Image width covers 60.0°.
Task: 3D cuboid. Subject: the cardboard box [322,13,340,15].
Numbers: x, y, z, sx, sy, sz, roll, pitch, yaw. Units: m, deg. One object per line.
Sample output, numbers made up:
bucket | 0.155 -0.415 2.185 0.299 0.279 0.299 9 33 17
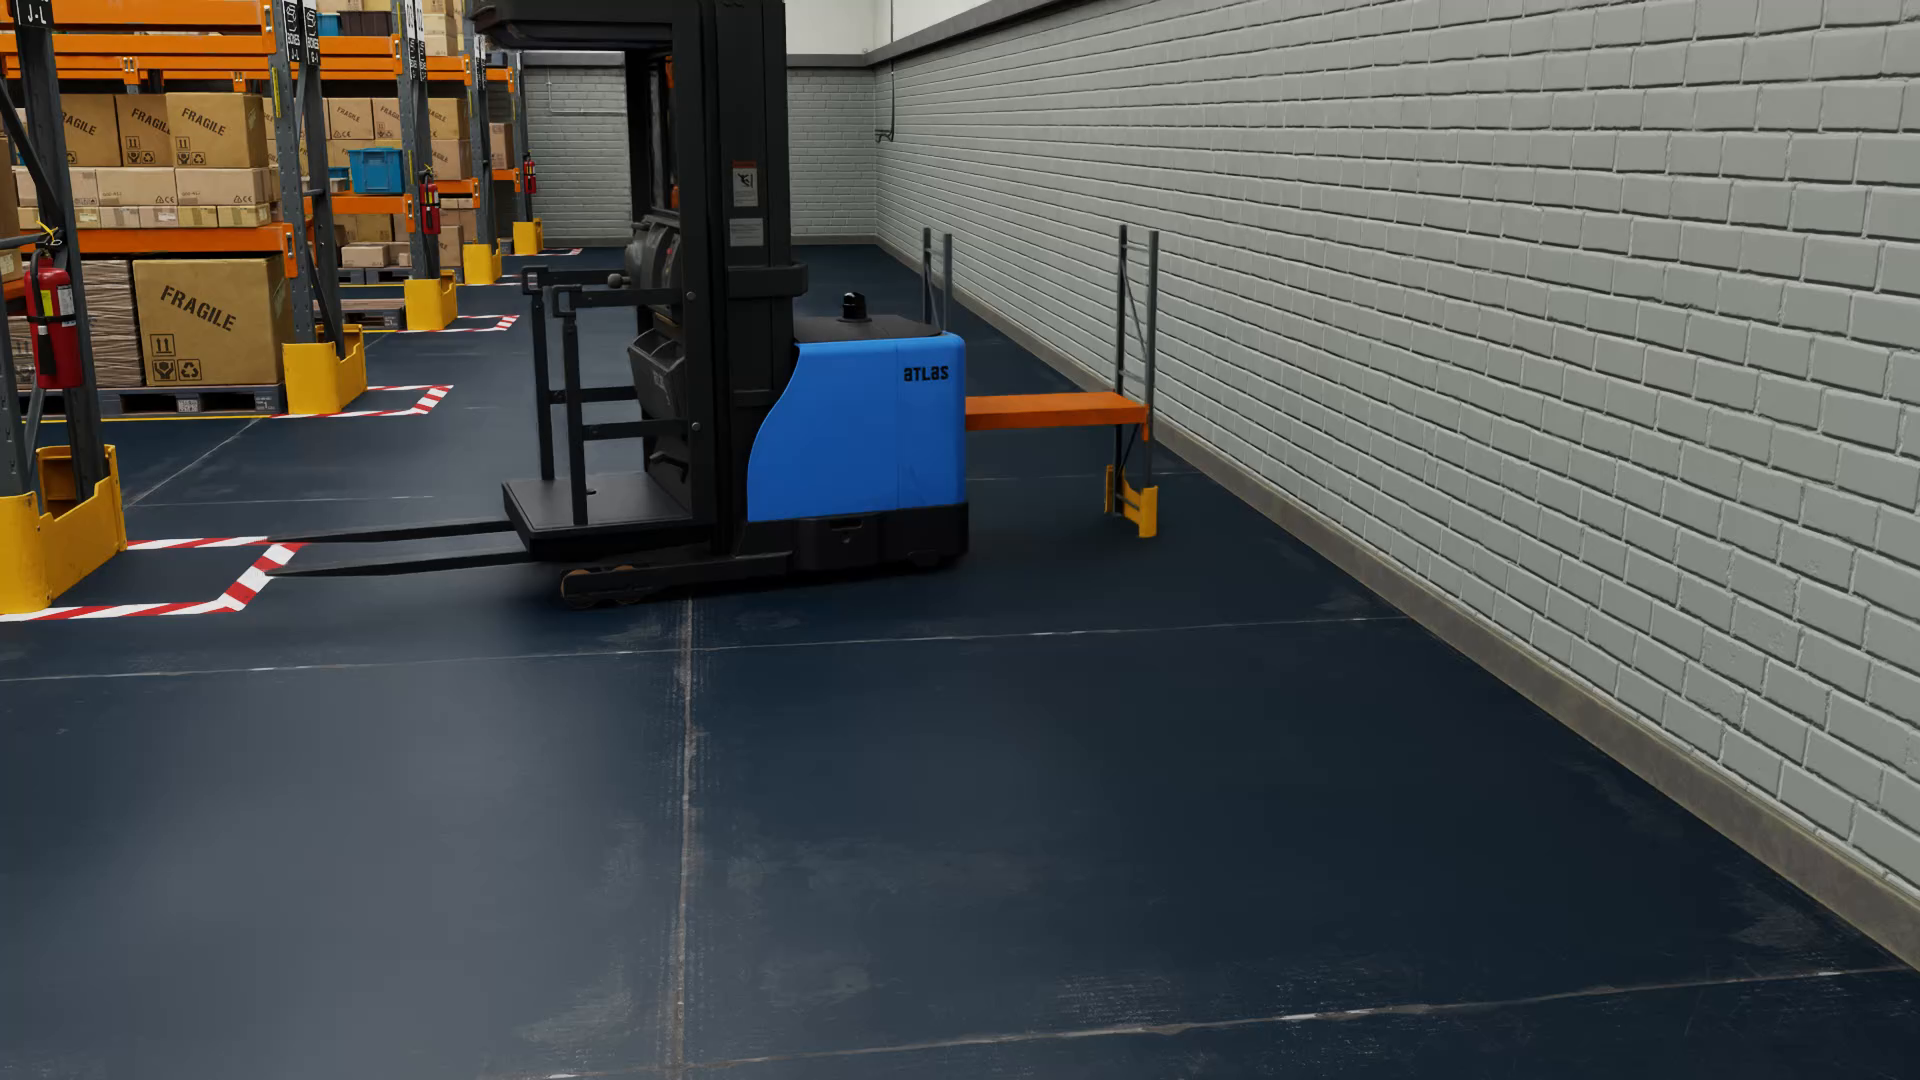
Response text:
cardboard box | -7.624 -6.374 20.587 0.500 0.250 0.500 -2 14 -8

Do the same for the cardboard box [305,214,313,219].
cardboard box | -10.107 -4.905 25.890 0.500 0.500 0.700 -2 14 -8

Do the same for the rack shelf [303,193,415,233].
rack shelf | -7.409 -3.252 16.502 4.000 0.370 1.077 -2 14 -8

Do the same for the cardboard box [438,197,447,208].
cardboard box | -8.239 -5.338 26.282 0.250 0.149 0.380 -2 14 -8

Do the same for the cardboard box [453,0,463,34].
cardboard box | -7.590 -7.962 25.337 0.500 0.500 0.500 -2 14 -8

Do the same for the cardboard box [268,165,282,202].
cardboard box | -5.208 -2.601 12.124 0.500 0.250 0.500 -2 14 -10

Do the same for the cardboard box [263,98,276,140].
cardboard box | -8.594 -5.240 20.690 0.500 0.500 0.500 -3 14 -10

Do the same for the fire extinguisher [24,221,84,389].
fire extinguisher | -3.736 -0.965 6.829 0.183 0.674 0.296 -2 14 -8

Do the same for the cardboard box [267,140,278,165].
cardboard box | -8.575 -4.758 20.824 0.500 0.500 0.500 -2 14 -9

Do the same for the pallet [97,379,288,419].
pallet | -5.472 -1.082 12.101 1.213 0.211 1.003 -2 14 -8

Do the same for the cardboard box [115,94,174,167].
cardboard box | -5.702 -2.947 11.961 0.500 0.500 0.500 -2 14 -10

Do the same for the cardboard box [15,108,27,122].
cardboard box | -13.799 -6.307 24.804 0.500 0.250 0.500 -2 14 -9

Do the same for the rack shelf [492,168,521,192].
rack shelf | -8.884 -5.635 26.004 4.000 0.370 1.077 -2 14 -8

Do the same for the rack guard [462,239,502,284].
rack guard | -6.240 -3.650 21.748 0.348 0.500 1.175 -2 14 -8

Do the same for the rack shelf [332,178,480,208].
rack shelf | -8.143 -4.444 21.253 4.000 0.370 1.077 -2 14 -8

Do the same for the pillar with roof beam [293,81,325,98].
pillar with roof beam | -9.657 -8.019 21.699 0.400 9.000 9.100 -2 14 -8

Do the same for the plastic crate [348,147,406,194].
plastic crate | -5.734 -3.663 16.464 0.499 0.435 0.616 -2 14 -8

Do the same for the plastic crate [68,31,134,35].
plastic crate | -8.117 -4.899 15.693 0.590 0.269 0.497 -2 14 -8

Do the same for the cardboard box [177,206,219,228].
cardboard box | -5.253 -2.258 11.577 0.250 0.149 0.380 -2 14 -8

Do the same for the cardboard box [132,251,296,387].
cardboard box | -5.314 -1.613 11.991 0.875 0.875 0.875 -2 14 -8

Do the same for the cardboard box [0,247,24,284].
cardboard box | -4.423 -1.231 7.479 0.250 0.149 0.380 -2 14 -9

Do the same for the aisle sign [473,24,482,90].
aisle sign | -6.052 -6.055 20.854 0.004 0.787 0.394 -2 14 -8

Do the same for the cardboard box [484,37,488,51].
cardboard box | -7.665 -7.723 25.925 0.500 0.250 0.500 -1 14 -5

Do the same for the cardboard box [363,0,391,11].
cardboard box | -7.178 -6.833 20.875 0.500 0.500 0.700 -2 14 -8

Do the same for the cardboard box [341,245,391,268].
cardboard box | -7.610 -3.639 21.312 0.500 0.250 0.500 -2 14 -8

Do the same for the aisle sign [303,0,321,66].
aisle sign | -4.667 -3.818 11.934 0.004 0.787 0.394 -2 14 -8

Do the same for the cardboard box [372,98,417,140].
cardboard box | -7.064 -5.298 20.919 0.500 0.500 0.500 -2 14 -7

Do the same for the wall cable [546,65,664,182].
wall cable | -5.782 -6.823 27.174 1.851 1.984 0.084 -2 14 -8

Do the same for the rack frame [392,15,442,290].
rack frame | -5.431 -3.673 16.703 0.127 3.000 1.000 -2 14 -8

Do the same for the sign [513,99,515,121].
sign | -6.840 -6.602 25.513 0.005 0.325 0.100 -2 14 -8

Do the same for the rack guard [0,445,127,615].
rack guard | -4.129 -0.070 7.474 0.348 0.500 1.175 -2 14 -8

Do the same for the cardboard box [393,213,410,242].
cardboard box | -8.576 -4.962 26.115 0.500 0.500 0.700 -3 14 -10

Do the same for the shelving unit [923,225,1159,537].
shelving unit | 0.392 -0.782 8.257 1.083 1.500 0.587 -3 14 -13

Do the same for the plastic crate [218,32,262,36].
plastic crate | -6.983 -5.109 16.389 0.767 0.338 0.504 -2 14 -8

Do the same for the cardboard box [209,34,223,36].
cardboard box | -9.108 -6.078 20.431 0.500 0.250 0.500 -2 14 -8

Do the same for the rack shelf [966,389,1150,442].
rack shelf | 0.383 -0.607 8.299 1.000 0.185 0.538 -3 14 -13

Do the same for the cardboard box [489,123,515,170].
cardboard box | -7.410 -6.181 26.085 0.700 0.700 0.980 -1 14 -6

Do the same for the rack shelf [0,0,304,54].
rack shelf | -6.671 -3.516 11.386 4.000 0.370 1.077 -2 14 -8

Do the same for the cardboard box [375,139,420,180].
cardboard box | -7.080 -4.812 21.038 0.500 0.500 0.500 -2 14 -8

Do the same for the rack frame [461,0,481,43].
rack frame | -6.165 -7.775 20.725 0.127 3.000 1.000 -2 14 -8

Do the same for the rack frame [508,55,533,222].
rack frame | -6.907 -6.056 26.205 0.127 3.000 1.000 -2 14 -8

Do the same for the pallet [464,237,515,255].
pallet | -7.686 -4.656 26.354 1.213 0.211 1.003 -2 14 -8

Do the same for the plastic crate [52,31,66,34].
plastic crate | -9.012 -4.969 16.137 0.662 0.188 0.450 -2 14 -8

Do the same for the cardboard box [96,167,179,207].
cardboard box | -5.634 -2.454 11.537 0.500 0.250 0.500 -2 14 -9

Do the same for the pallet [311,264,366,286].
pallet | -8.232 -3.437 21.494 1.213 0.211 1.003 -2 14 -8

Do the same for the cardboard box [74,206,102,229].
cardboard box | -6.006 -2.231 11.467 0.250 0.149 0.380 -2 14 -10

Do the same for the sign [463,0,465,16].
sign | -6.102 -6.615 20.447 0.005 0.325 0.100 -2 14 -8

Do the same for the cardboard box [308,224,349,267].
cardboard box | -8.263 -3.792 21.403 0.637 0.503 0.797 -2 14 -8

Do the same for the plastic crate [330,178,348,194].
plastic crate | -6.210 -3.502 16.436 0.243 0.136 0.396 -2 14 -8

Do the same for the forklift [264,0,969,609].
forklift | -1.531 -1.274 7.276 3.031 2.935 1.130 -5 15 -21
